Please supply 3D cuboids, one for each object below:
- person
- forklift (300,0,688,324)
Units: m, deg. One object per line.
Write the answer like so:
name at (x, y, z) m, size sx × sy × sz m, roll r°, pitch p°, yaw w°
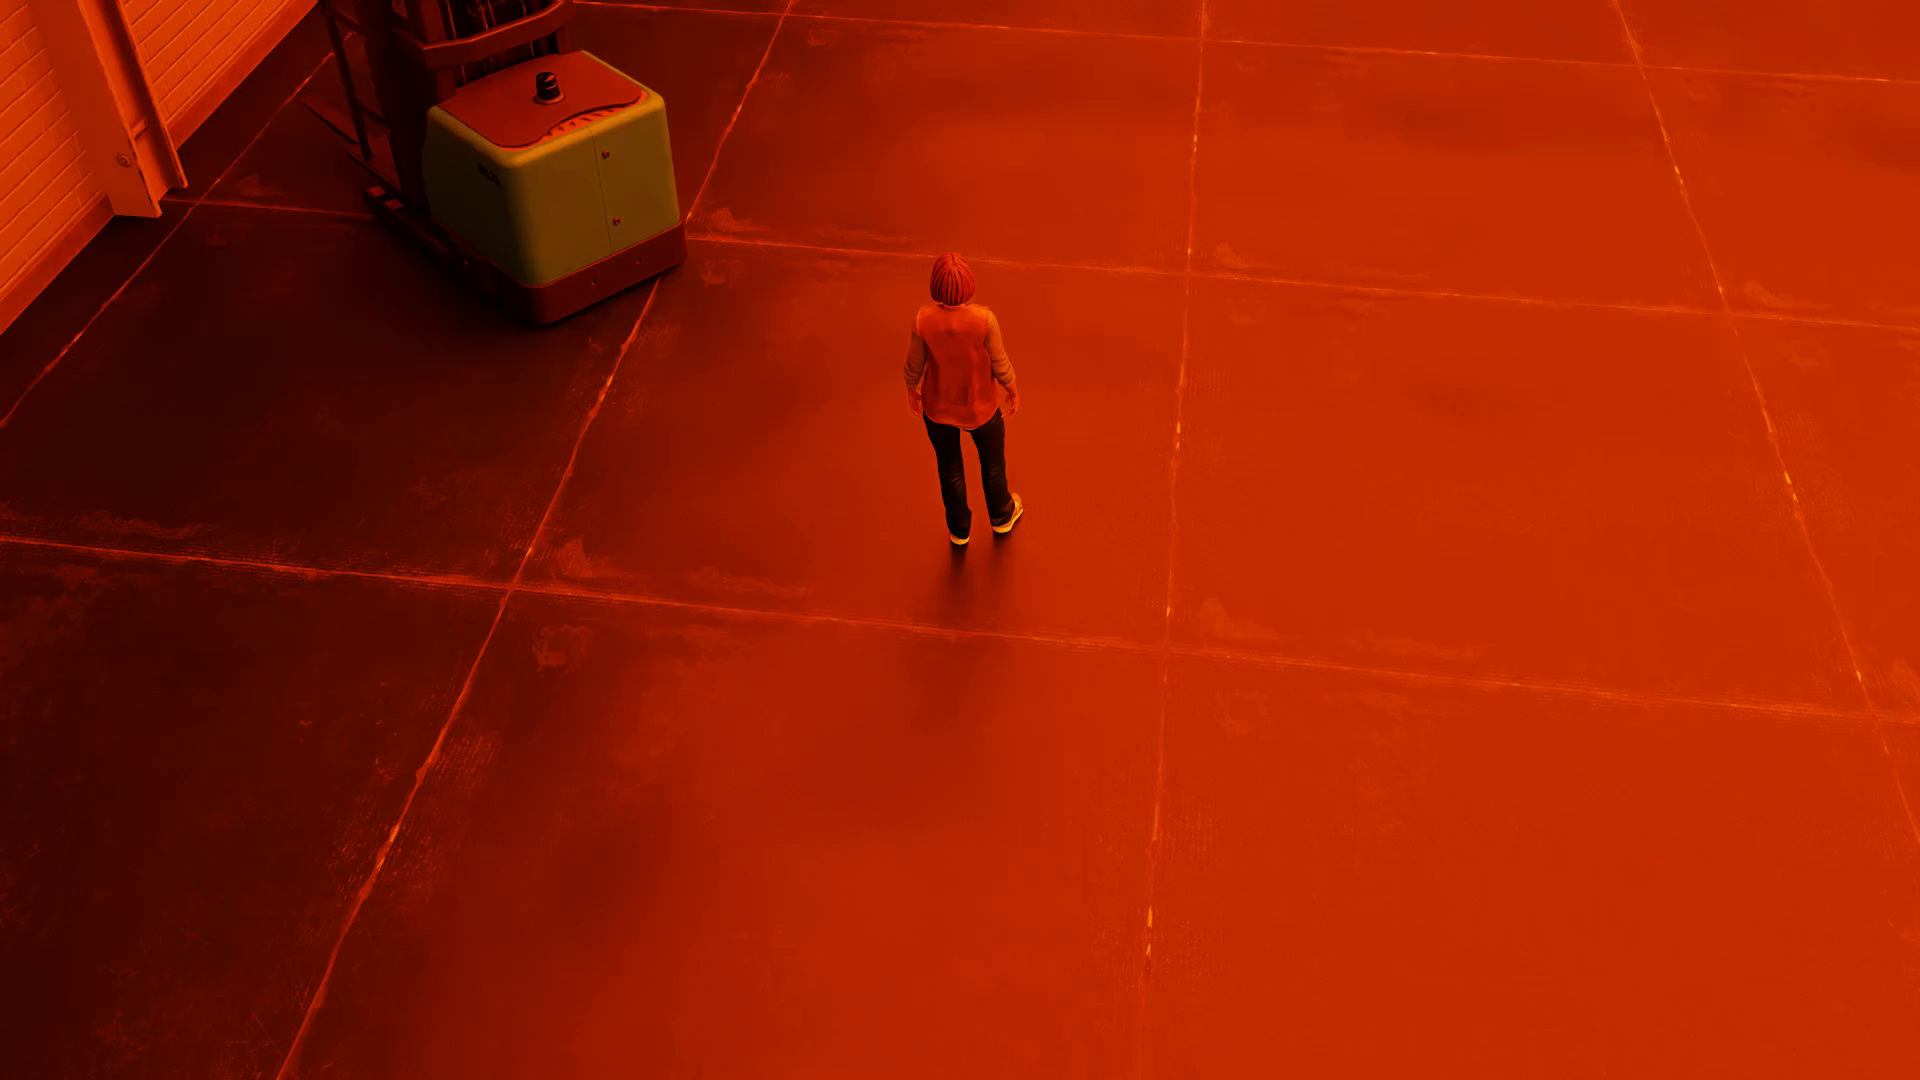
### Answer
person at (0.024, -0.642, 7.398) m, size 0.520 × 1.597 × 0.476 m, roll 5°, pitch 43°, yaw 6°
forklift at (-2.945, -3.158, 9.162) m, size 1.130 × 2.935 × 3.031 m, roll -33°, pitch 52°, yaw -30°
